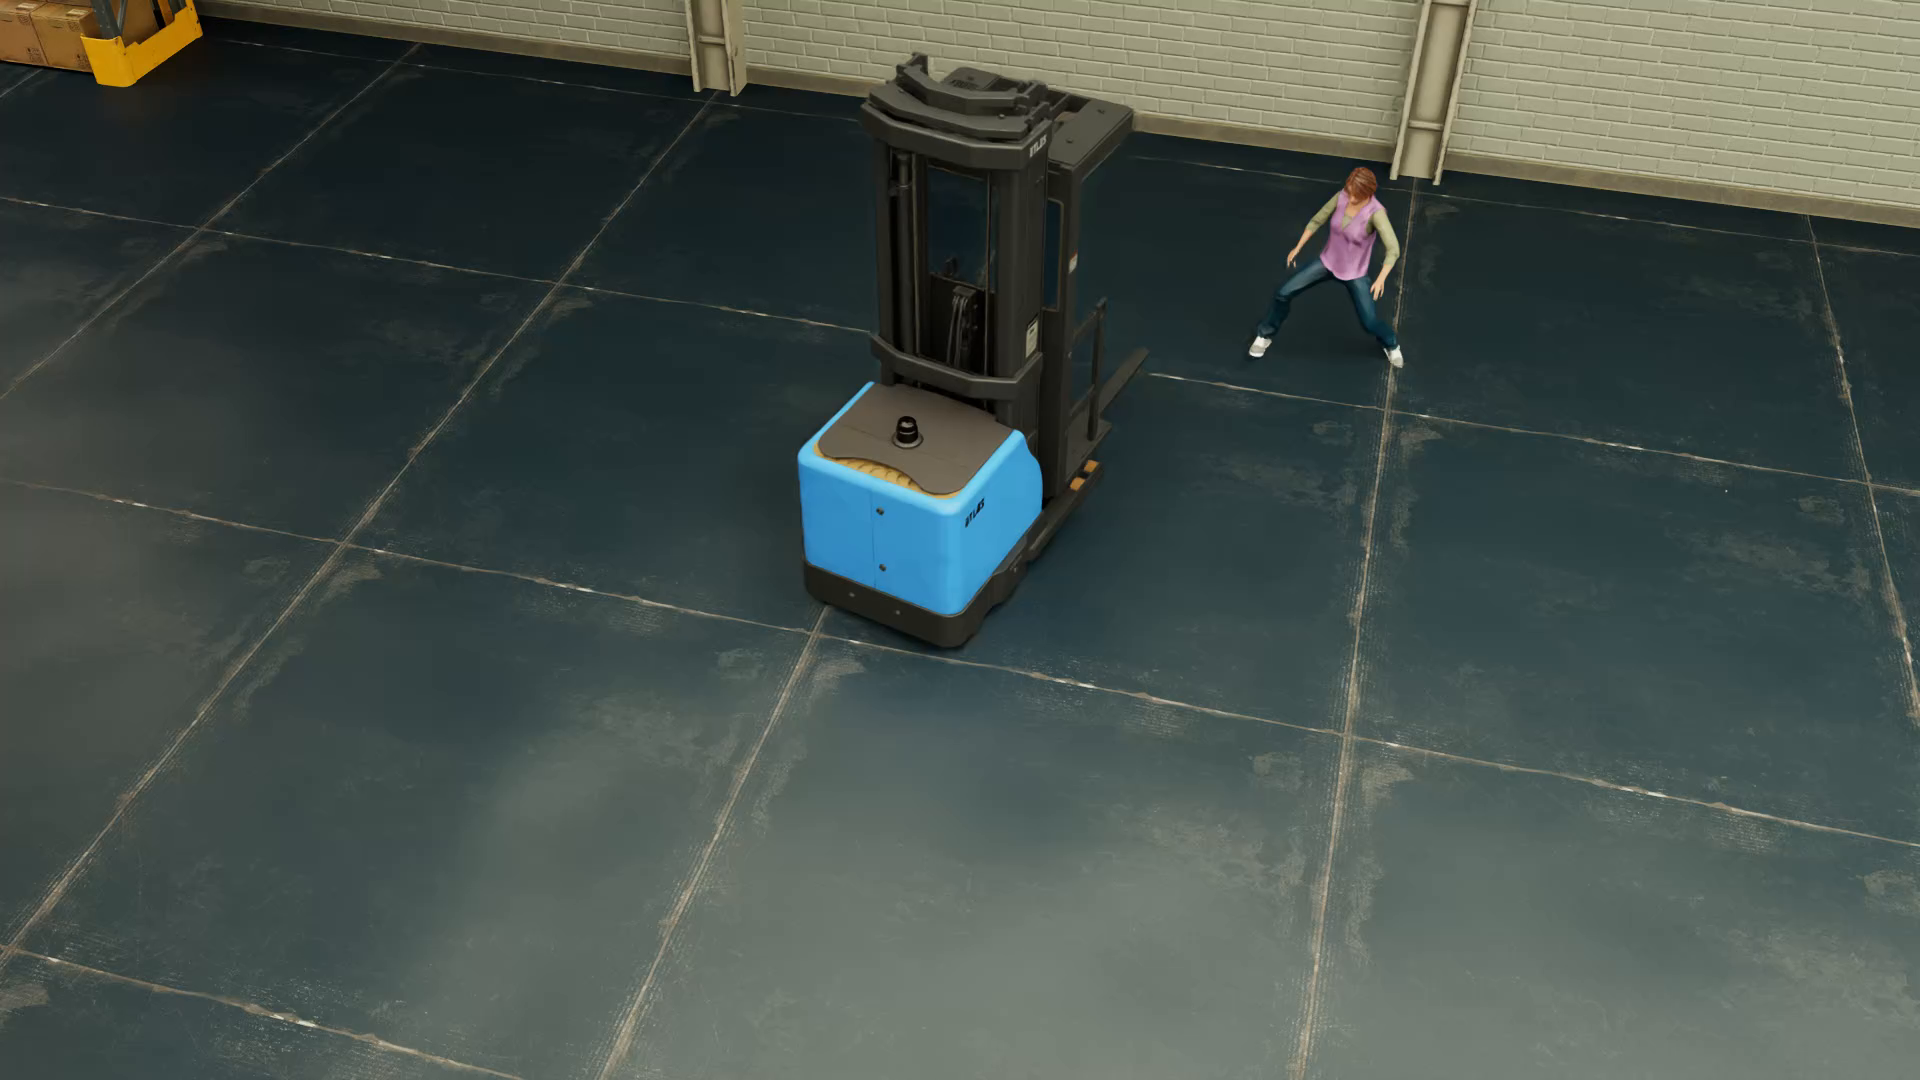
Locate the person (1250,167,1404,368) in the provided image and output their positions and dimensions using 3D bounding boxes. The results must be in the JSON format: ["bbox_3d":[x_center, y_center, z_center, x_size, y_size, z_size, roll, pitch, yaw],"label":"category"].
[{"bbox_3d":[2.545,-1.795,11.076,0.828,1.459,0.876,-33,51,-32],"label":"person"}]

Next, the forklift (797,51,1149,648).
[{"bbox_3d":[0.253,-1.461,9.529,1.130,2.935,3.031,20,45,21],"label":"forklift"}]
